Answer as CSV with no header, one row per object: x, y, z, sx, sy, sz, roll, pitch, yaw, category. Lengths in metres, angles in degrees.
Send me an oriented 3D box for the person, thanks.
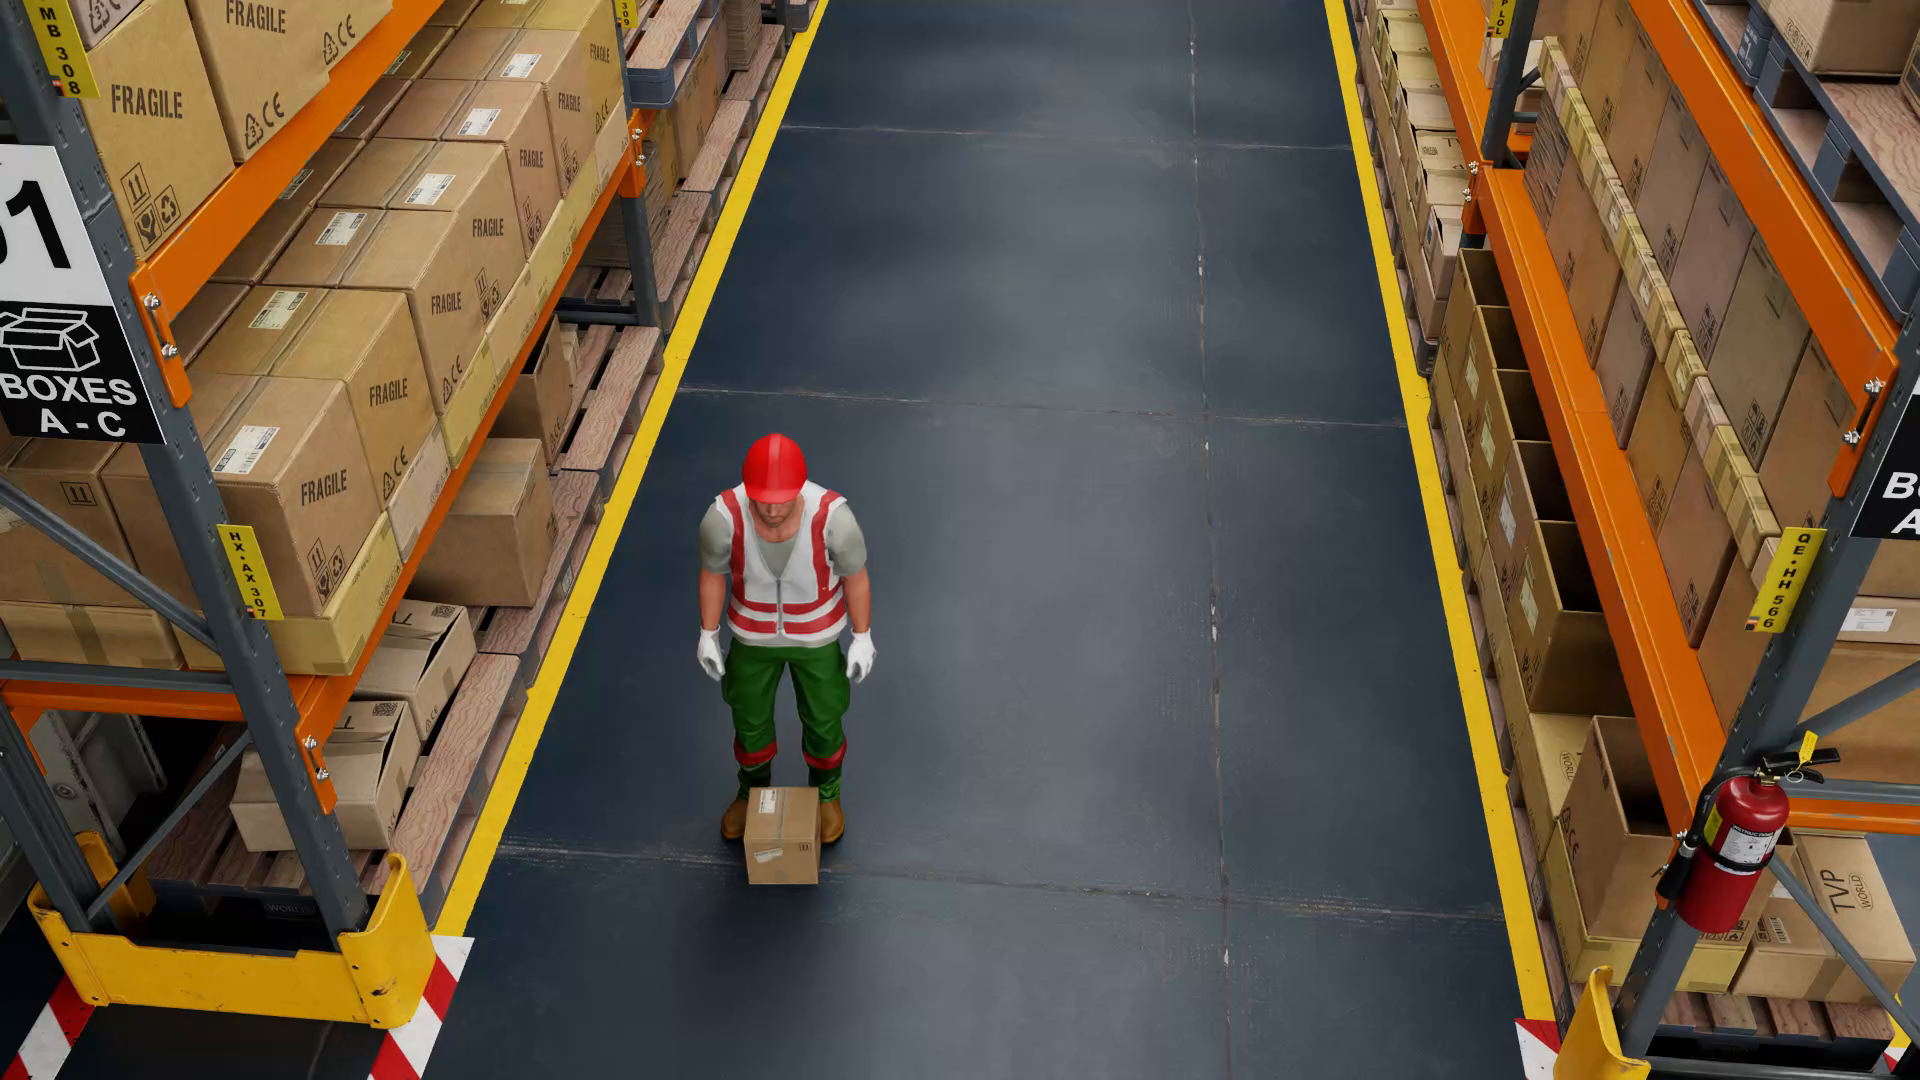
-0.598,0.343,5.730,0.620,1.780,0.446,1,40,1,person
